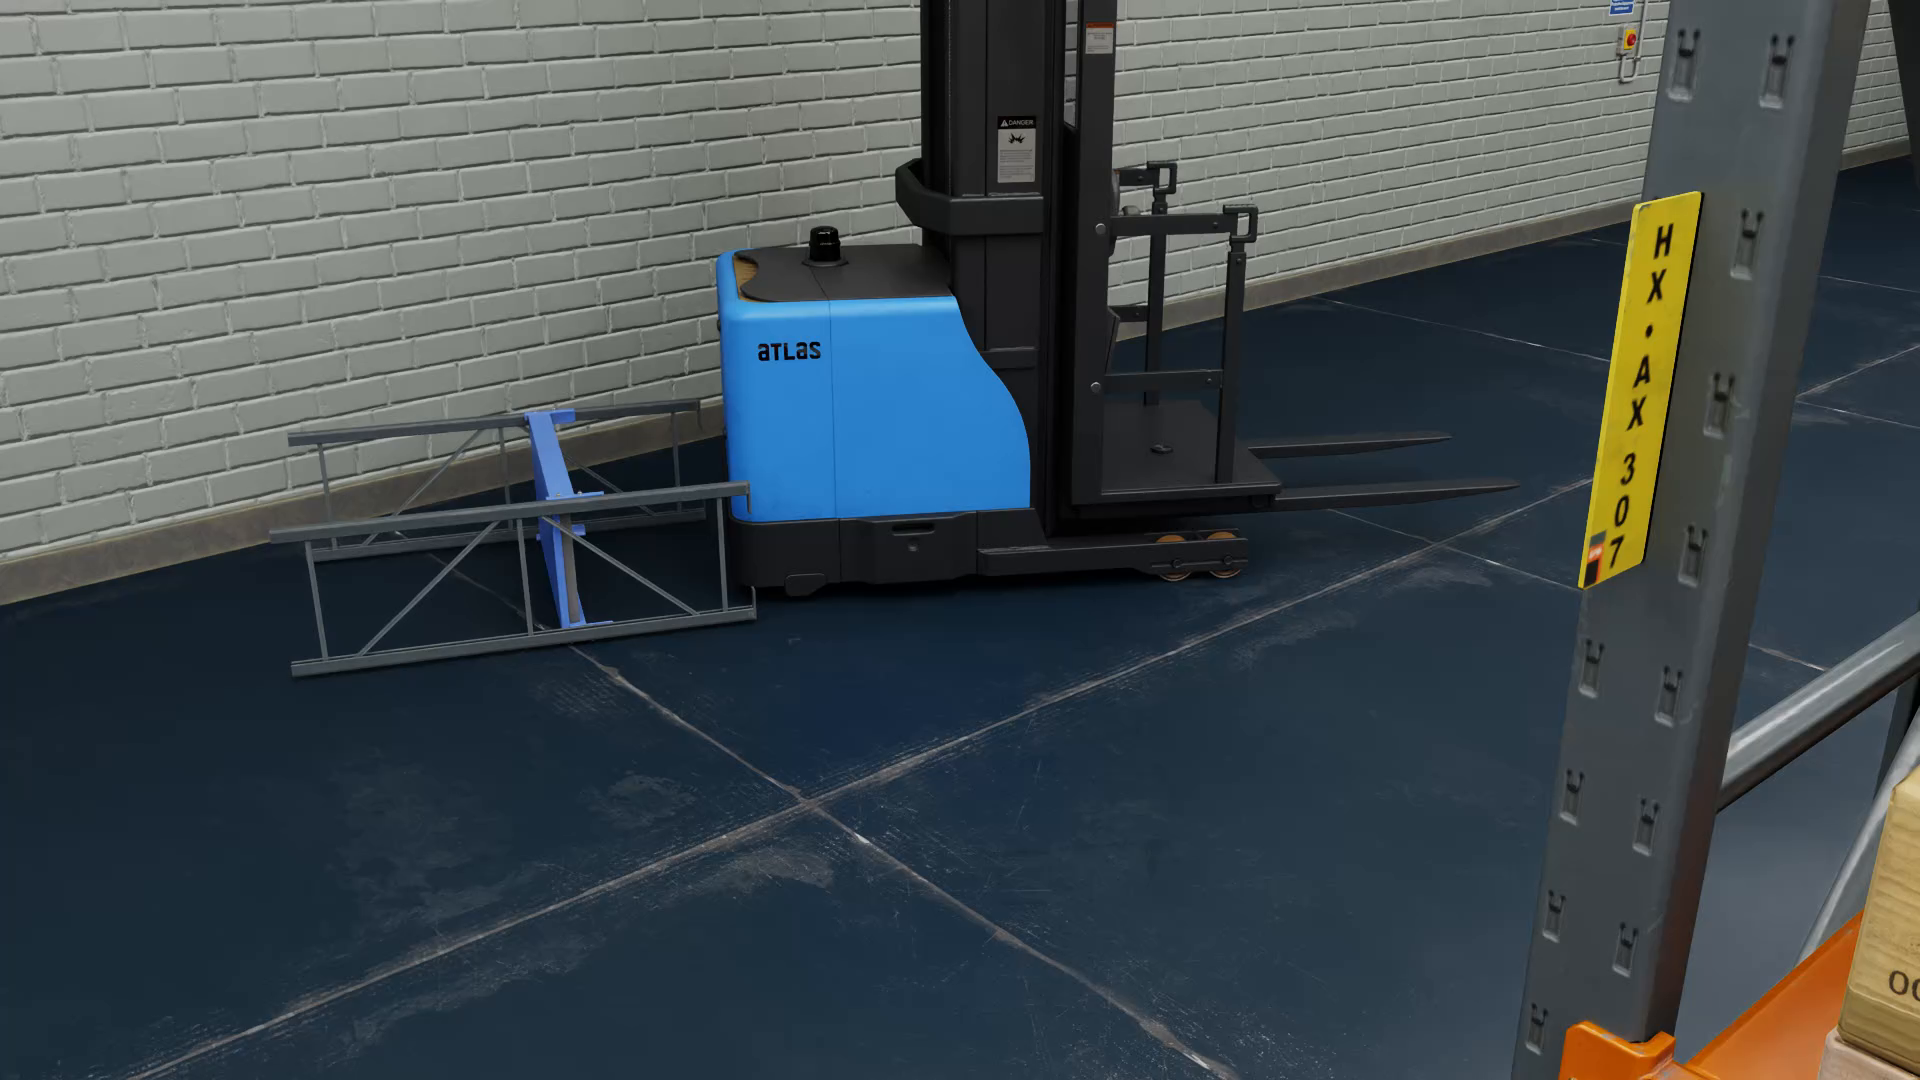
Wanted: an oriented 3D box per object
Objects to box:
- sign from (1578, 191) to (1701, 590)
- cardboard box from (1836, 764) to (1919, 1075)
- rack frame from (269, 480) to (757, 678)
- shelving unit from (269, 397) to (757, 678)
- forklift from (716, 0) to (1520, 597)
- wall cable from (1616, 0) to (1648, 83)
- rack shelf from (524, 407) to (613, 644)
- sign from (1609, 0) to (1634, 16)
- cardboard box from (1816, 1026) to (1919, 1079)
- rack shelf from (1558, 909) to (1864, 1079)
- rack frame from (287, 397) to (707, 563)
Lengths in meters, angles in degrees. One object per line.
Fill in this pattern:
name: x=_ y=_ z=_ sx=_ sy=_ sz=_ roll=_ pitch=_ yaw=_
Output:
sign: x=0.564 y=-0.121 z=1.384 sx=0.100 sy=0.325 sz=0.005 roll=-17 pitch=27 yaw=-37
cardboard box: x=1.098 y=0.317 z=1.360 sx=0.500 sy=0.250 sz=0.500 roll=-18 pitch=28 yaw=-39
rack frame: x=-1.420 y=0.119 z=5.443 sx=1.500 sy=0.500 sz=0.032 roll=-7 pitch=22 yaw=-16
shelving unit: x=-1.575 y=-0.058 z=5.894 sx=1.500 sy=0.538 sz=1.048 roll=-7 pitch=22 yaw=-16
forklift: x=0.615 y=-1.401 z=6.042 sx=3.031 sy=2.935 sz=1.130 roll=-3 pitch=22 yaw=-9
wall cable: x=4.798 y=-4.210 z=11.685 sx=0.585 sy=1.953 sz=0.123 roll=-17 pitch=27 yaw=-37
rack shelf: x=-1.403 y=-0.078 z=5.945 sx=0.185 sy=0.538 sz=1.000 roll=-7 pitch=22 yaw=-16
sign: x=4.722 y=-3.854 z=11.840 sx=0.327 sy=0.218 sz=0.001 roll=-17 pitch=27 yaw=-37
cardboard box: x=0.971 y=0.482 z=1.484 sx=0.380 sy=0.149 sz=0.250 roll=-17 pitch=27 yaw=-37
rack shelf: x=2.294 y=1.076 z=0.610 sx=1.077 sy=0.370 sz=4.000 roll=-17 pitch=27 yaw=-37
rack frame: x=-1.729 y=-0.235 z=6.345 sx=1.500 sy=0.500 sz=0.032 roll=-7 pitch=22 yaw=-16
